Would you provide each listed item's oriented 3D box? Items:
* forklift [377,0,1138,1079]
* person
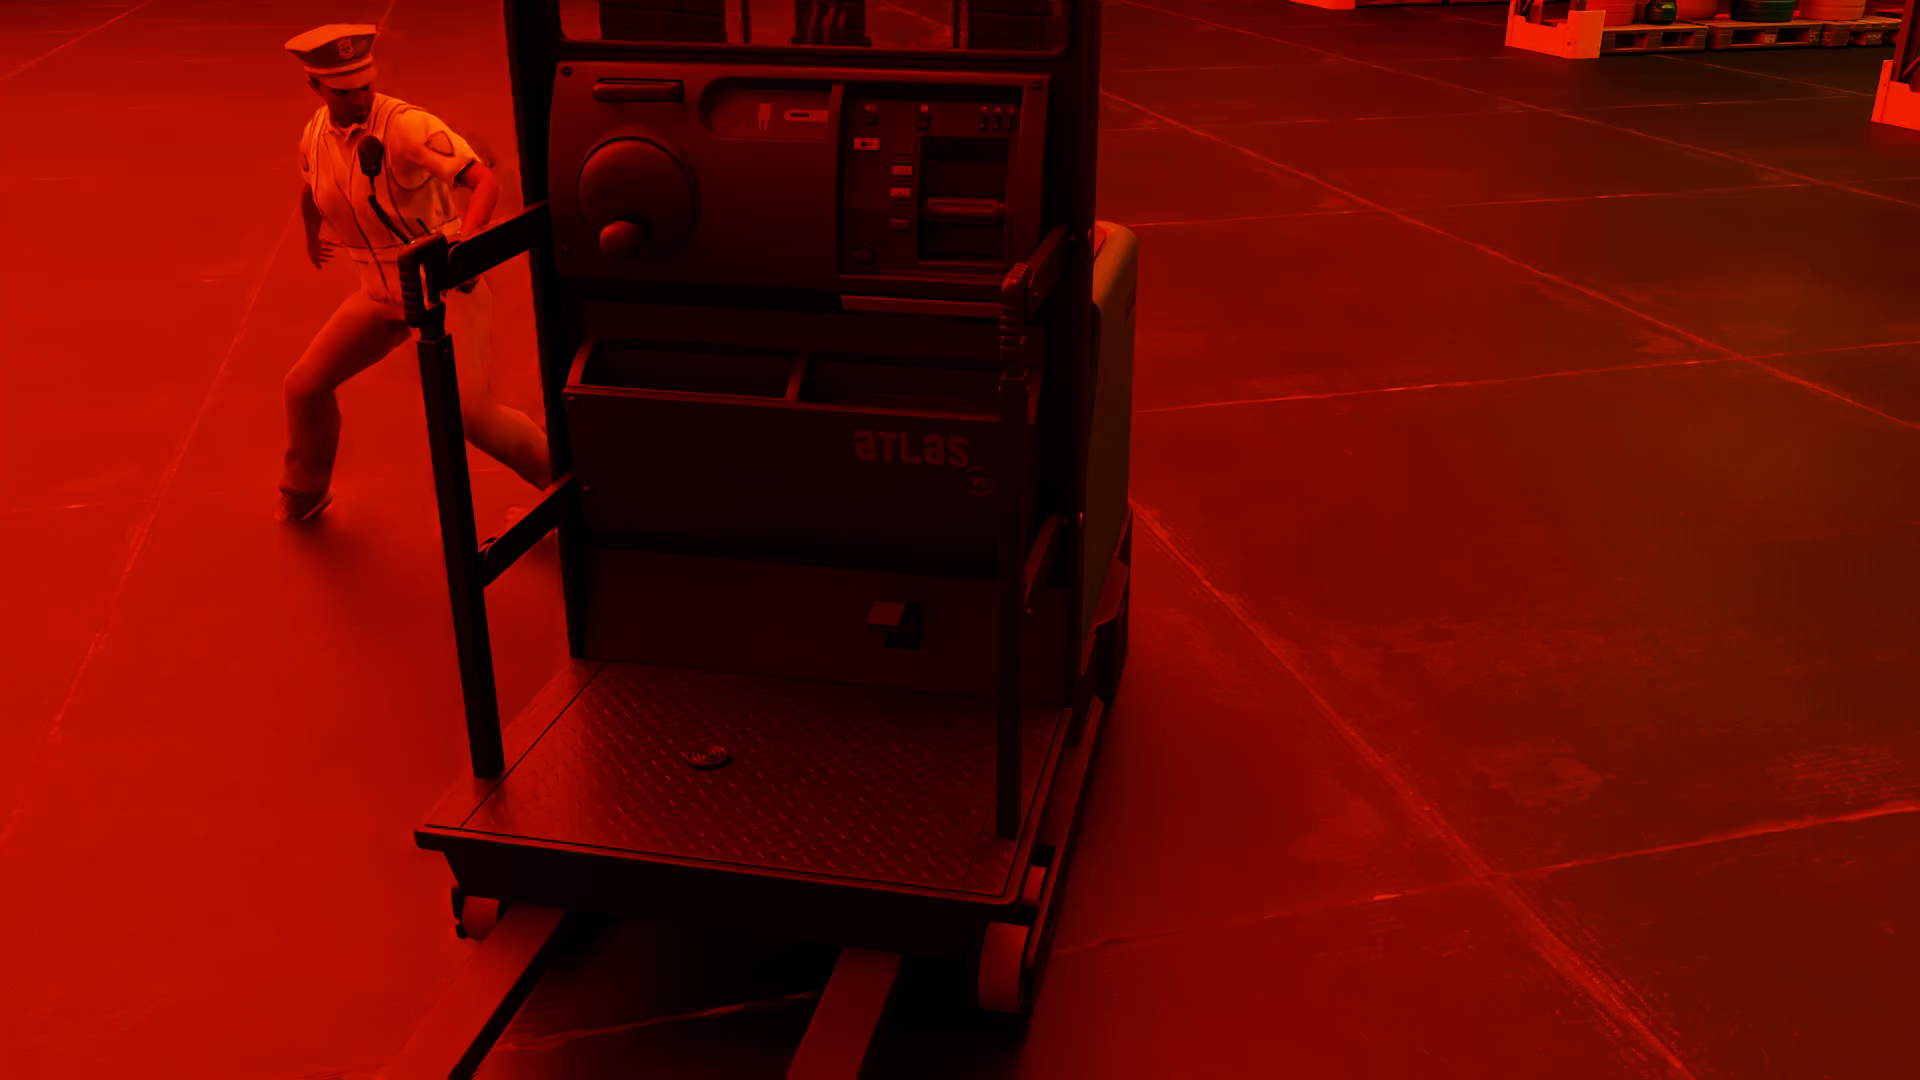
[{"bbox_3d":[-0.344,-0.645,2.827,1.130,2.935,3.031,5,24,11],"label":"forklift"},{"bbox_3d":[-1.677,-0.689,4.879,1.065,1.603,0.506,13,26,28],"label":"person"}]
